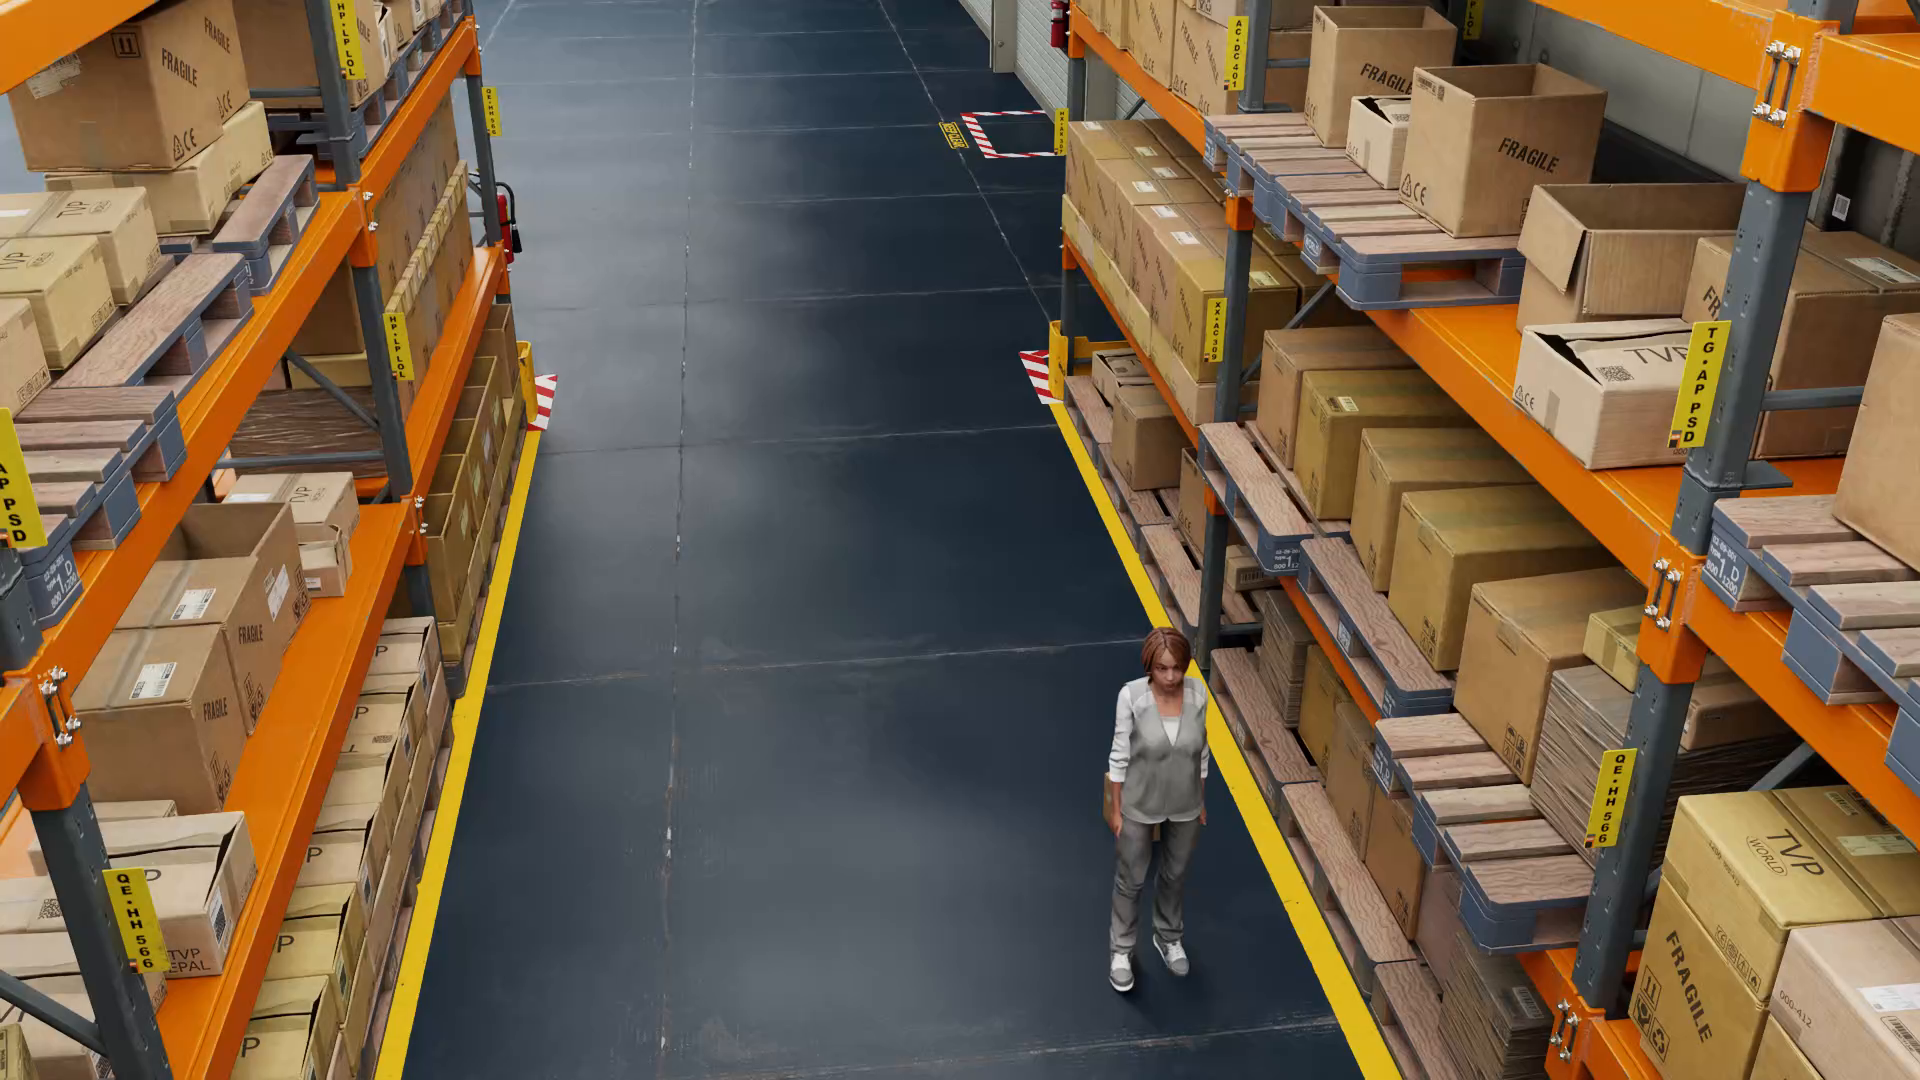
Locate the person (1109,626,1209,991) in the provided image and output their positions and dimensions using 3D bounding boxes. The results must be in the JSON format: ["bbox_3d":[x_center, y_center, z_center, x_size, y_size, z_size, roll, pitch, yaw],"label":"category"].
[{"bbox_3d":[0.788,1.074,6.586,0.412,1.628,0.331,-4,28,-8],"label":"person"}]
